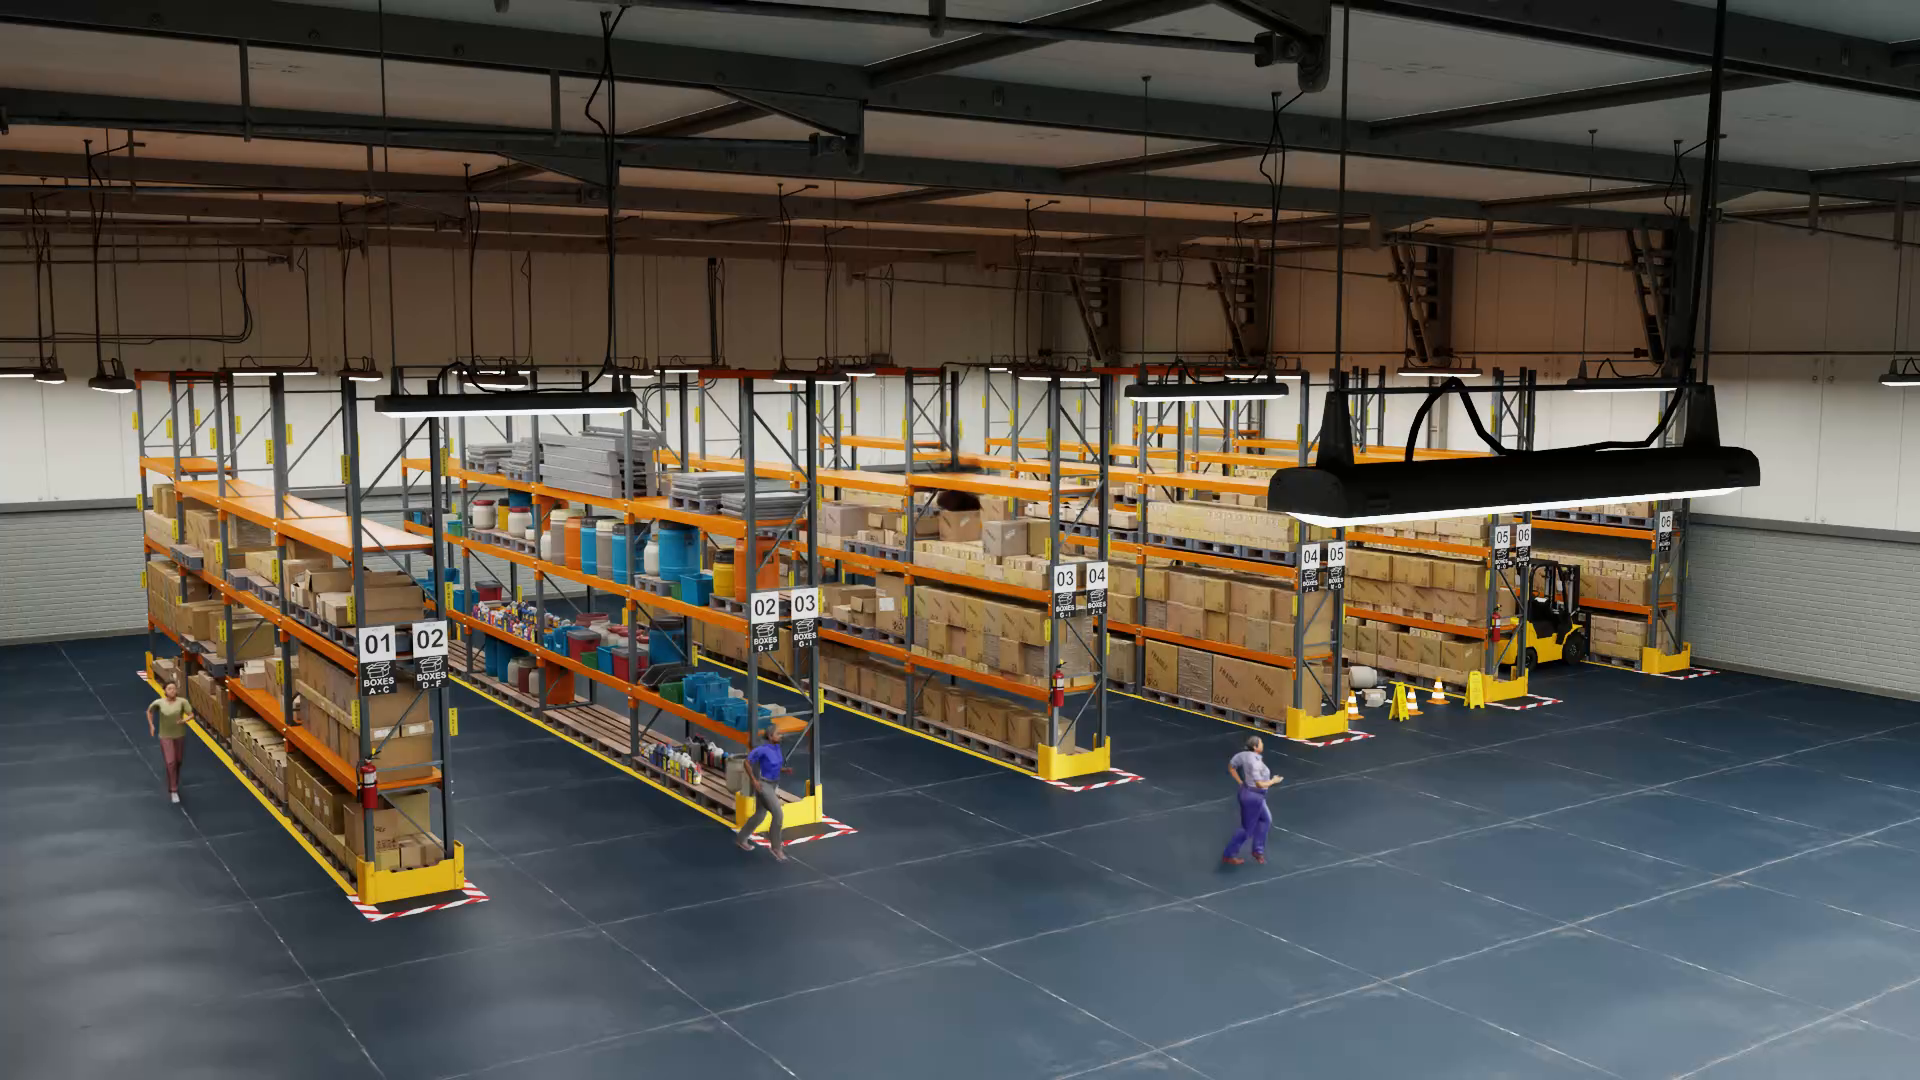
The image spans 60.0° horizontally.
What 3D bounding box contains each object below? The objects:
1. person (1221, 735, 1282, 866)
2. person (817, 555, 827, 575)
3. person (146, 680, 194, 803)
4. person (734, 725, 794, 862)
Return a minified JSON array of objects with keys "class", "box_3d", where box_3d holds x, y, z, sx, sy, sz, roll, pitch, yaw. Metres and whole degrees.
[{"class":"person","box_3d":[3.575,3.230,20.418,0.746,1.707,0.583,-1,6,-5]},{"class":"person","box_3d":[-3.560,0.799,41.972,0.816,1.578,0.554,-3,7,-28]},{"class":"person","box_3d":[-11.186,2.814,23.634,0.578,1.680,0.882,-5,8,-37]},{"class":"person","box_3d":[-2.468,3.171,21.005,0.801,1.683,0.569,2,7,16]}]
